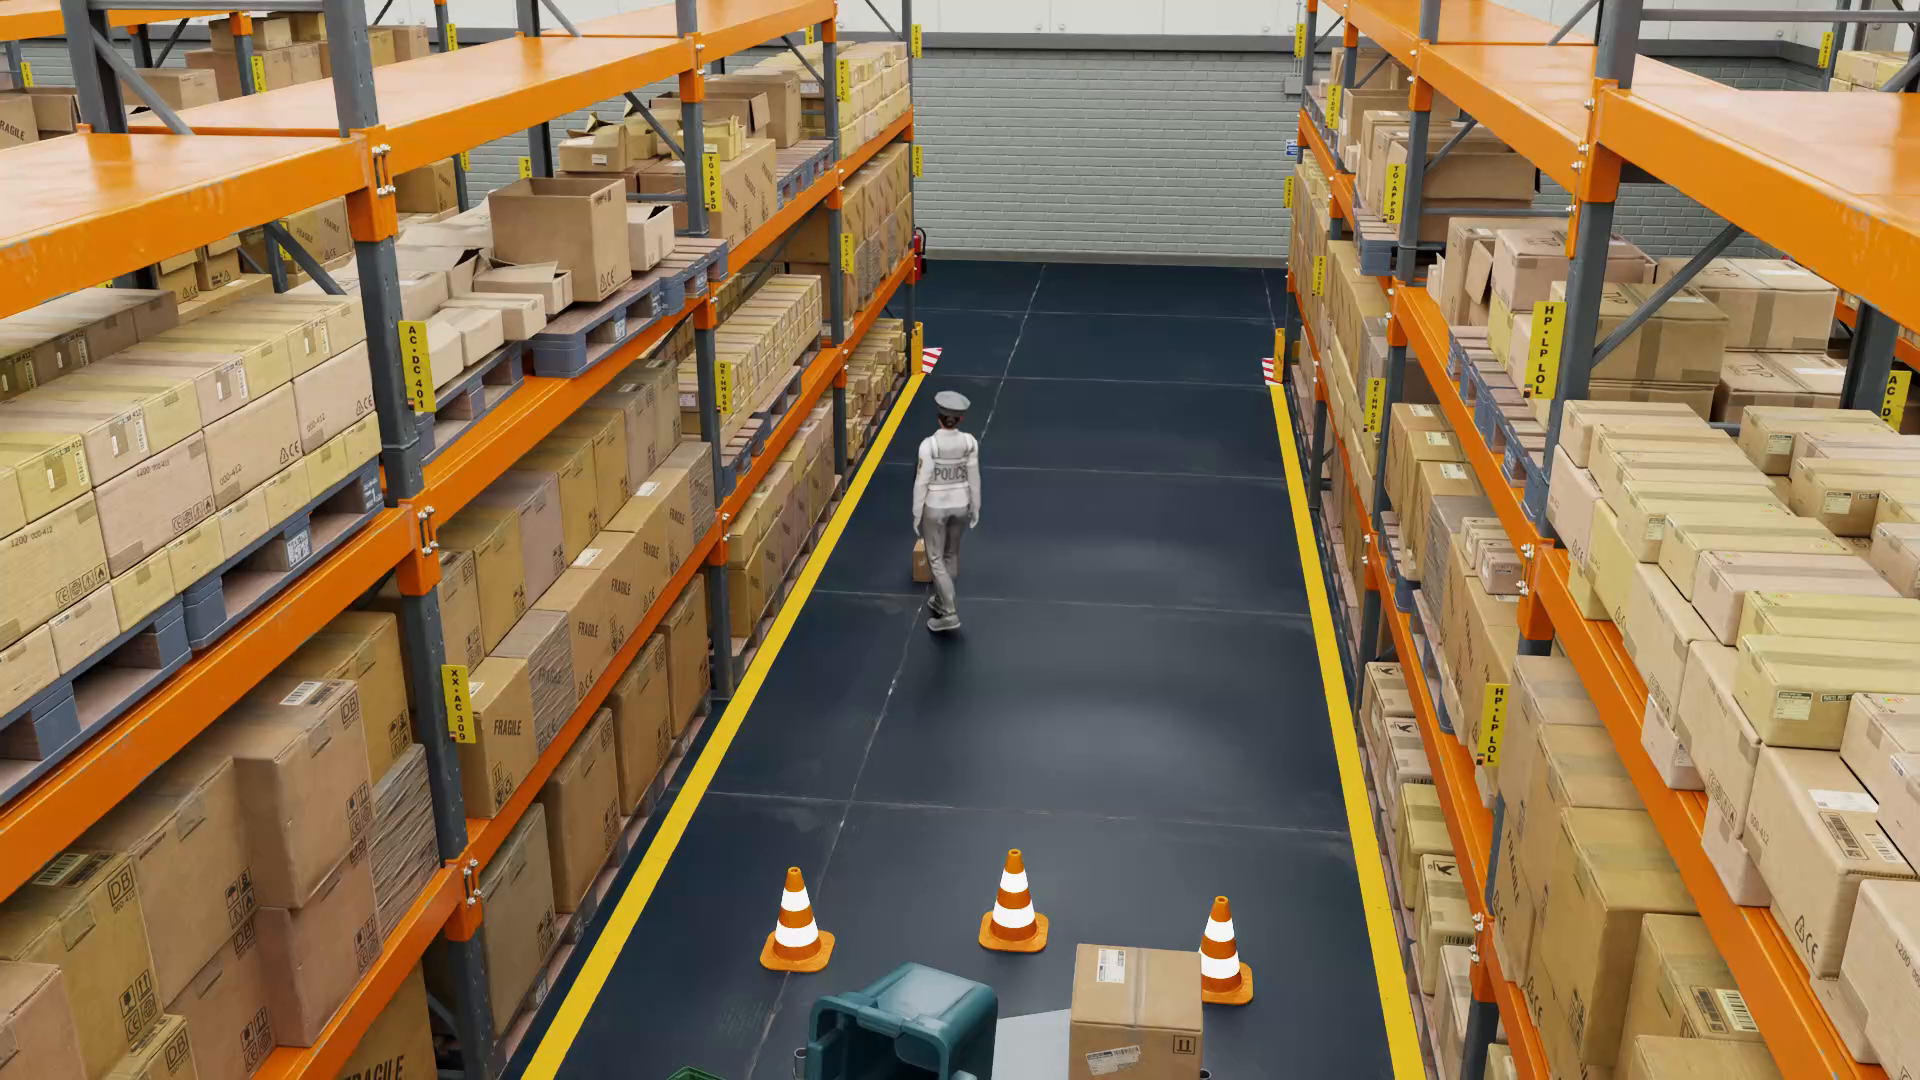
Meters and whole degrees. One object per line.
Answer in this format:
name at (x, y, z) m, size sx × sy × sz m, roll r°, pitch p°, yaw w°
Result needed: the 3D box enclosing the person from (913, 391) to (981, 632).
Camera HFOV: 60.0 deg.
person at (-0.106, -0.208, 11.591) m, size 0.516 × 1.668 × 0.659 m, roll -11°, pitch 24°, yaw -25°
